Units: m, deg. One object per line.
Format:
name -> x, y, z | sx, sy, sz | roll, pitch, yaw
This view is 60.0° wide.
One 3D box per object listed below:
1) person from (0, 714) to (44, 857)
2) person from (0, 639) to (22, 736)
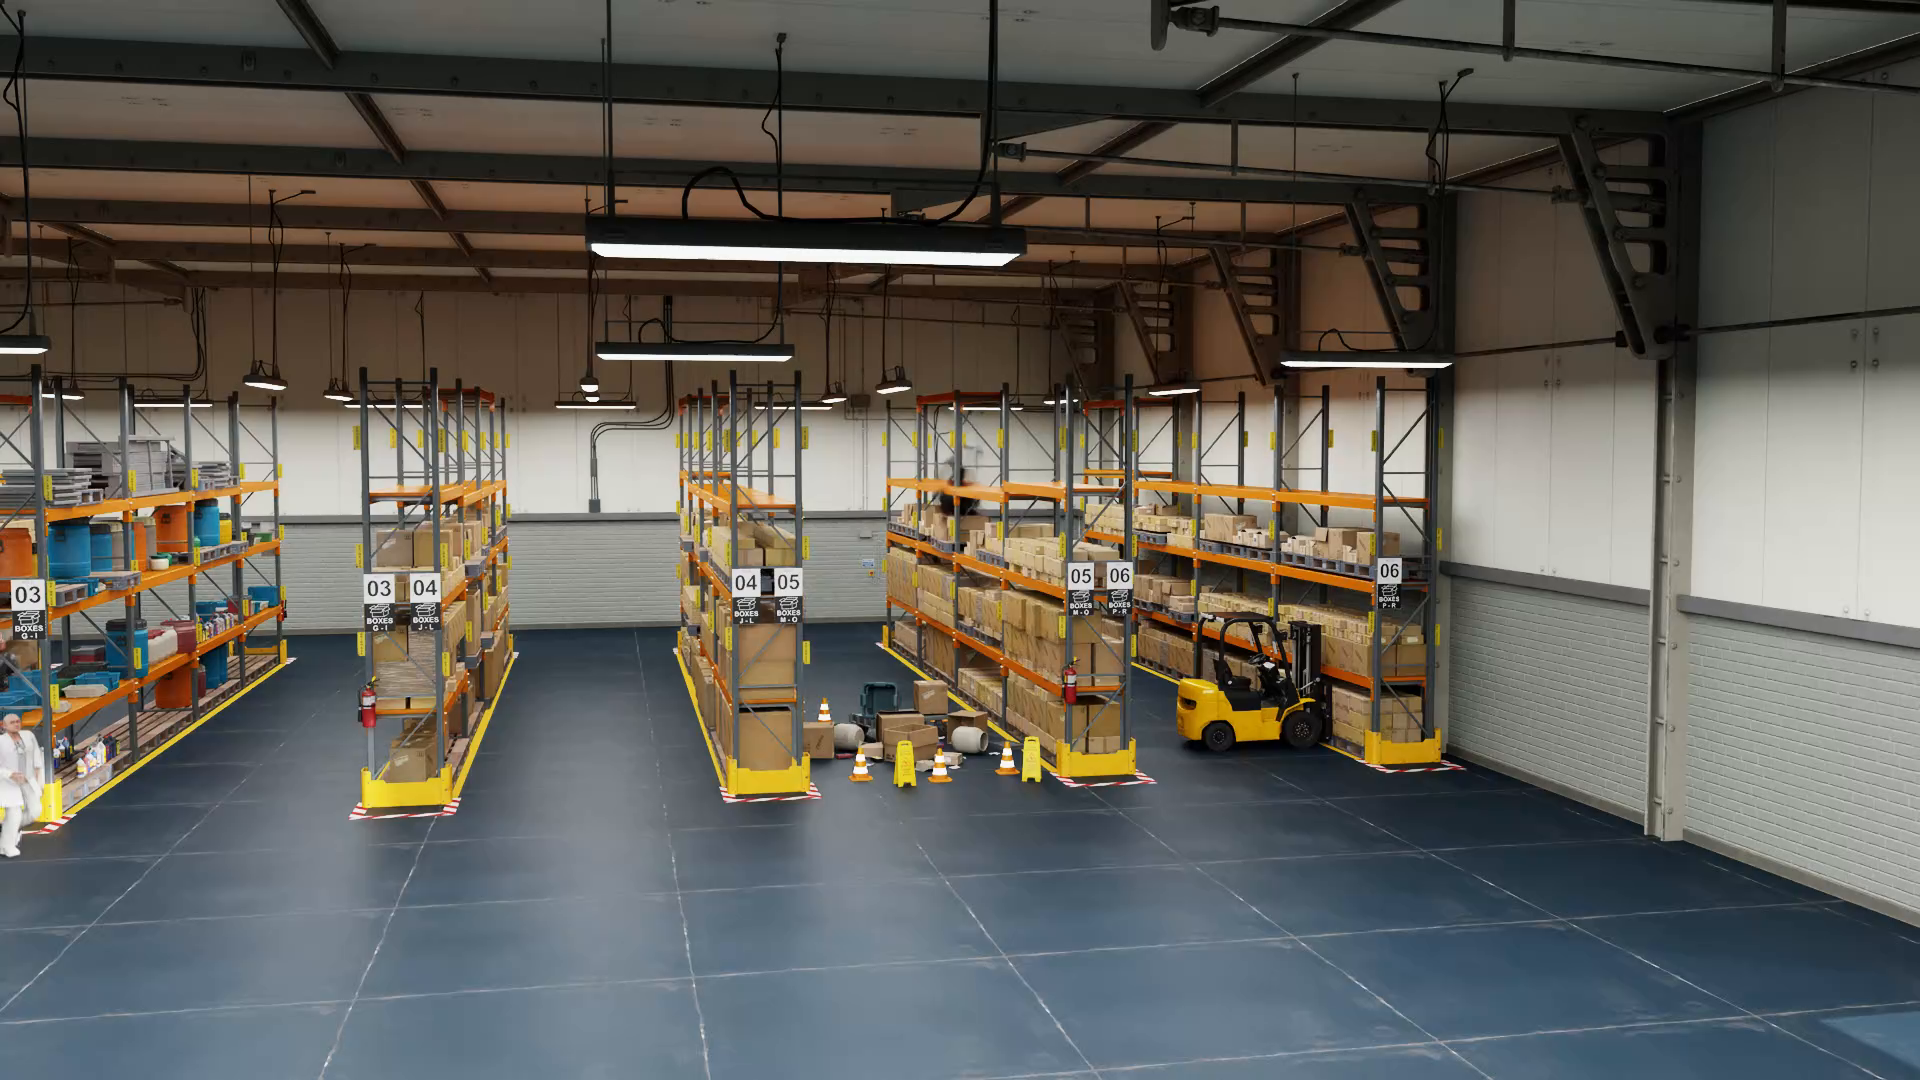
person -> -11.331, 2.943, 20.006 | 0.696, 1.731, 0.733 | 2, 4, 31
person -> -16.136, 2.499, 27.949 | 0.652, 1.678, 0.569 | -2, 4, -26
